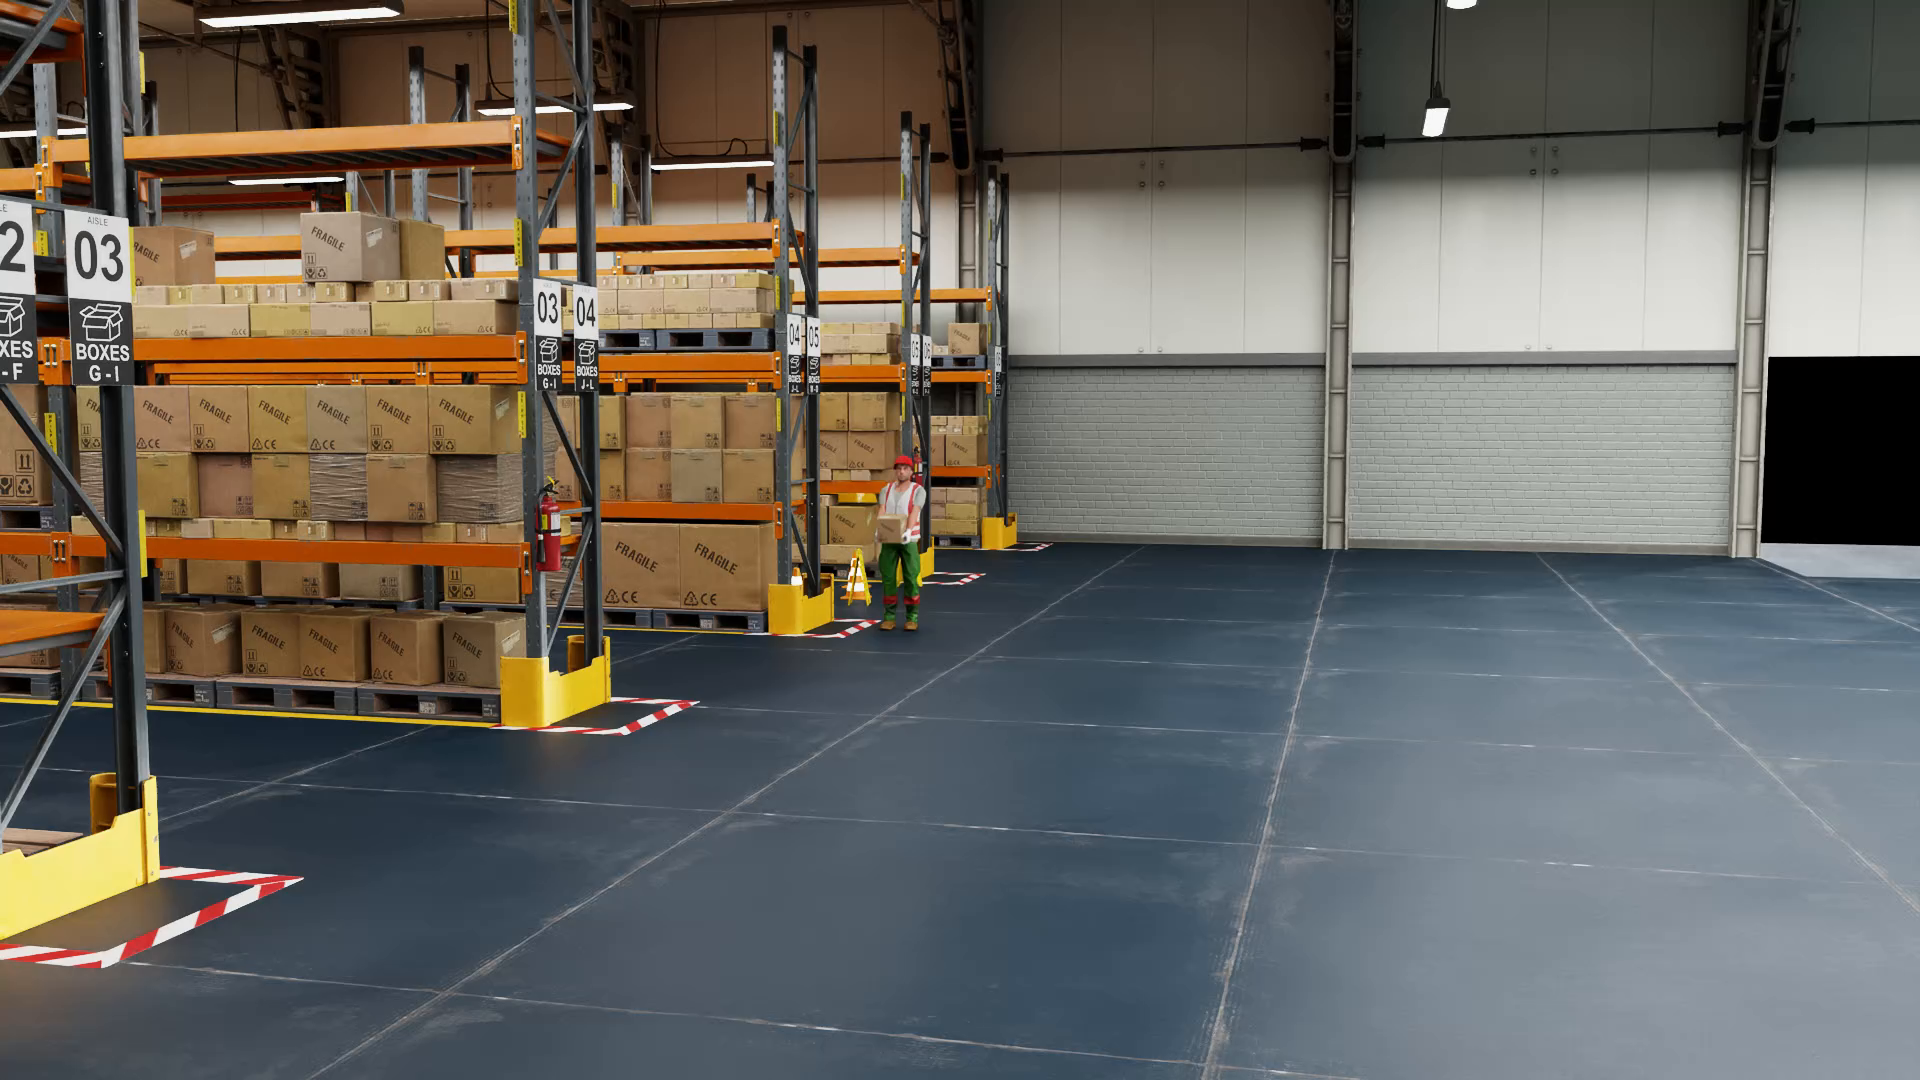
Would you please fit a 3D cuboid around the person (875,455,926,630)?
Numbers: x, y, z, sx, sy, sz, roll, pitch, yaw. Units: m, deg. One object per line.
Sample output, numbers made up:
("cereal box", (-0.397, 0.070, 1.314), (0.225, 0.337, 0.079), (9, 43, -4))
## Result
("person", (-0.623, 0.035, 16.930), (0.494, 1.783, 0.568), (1, 5, 15))
